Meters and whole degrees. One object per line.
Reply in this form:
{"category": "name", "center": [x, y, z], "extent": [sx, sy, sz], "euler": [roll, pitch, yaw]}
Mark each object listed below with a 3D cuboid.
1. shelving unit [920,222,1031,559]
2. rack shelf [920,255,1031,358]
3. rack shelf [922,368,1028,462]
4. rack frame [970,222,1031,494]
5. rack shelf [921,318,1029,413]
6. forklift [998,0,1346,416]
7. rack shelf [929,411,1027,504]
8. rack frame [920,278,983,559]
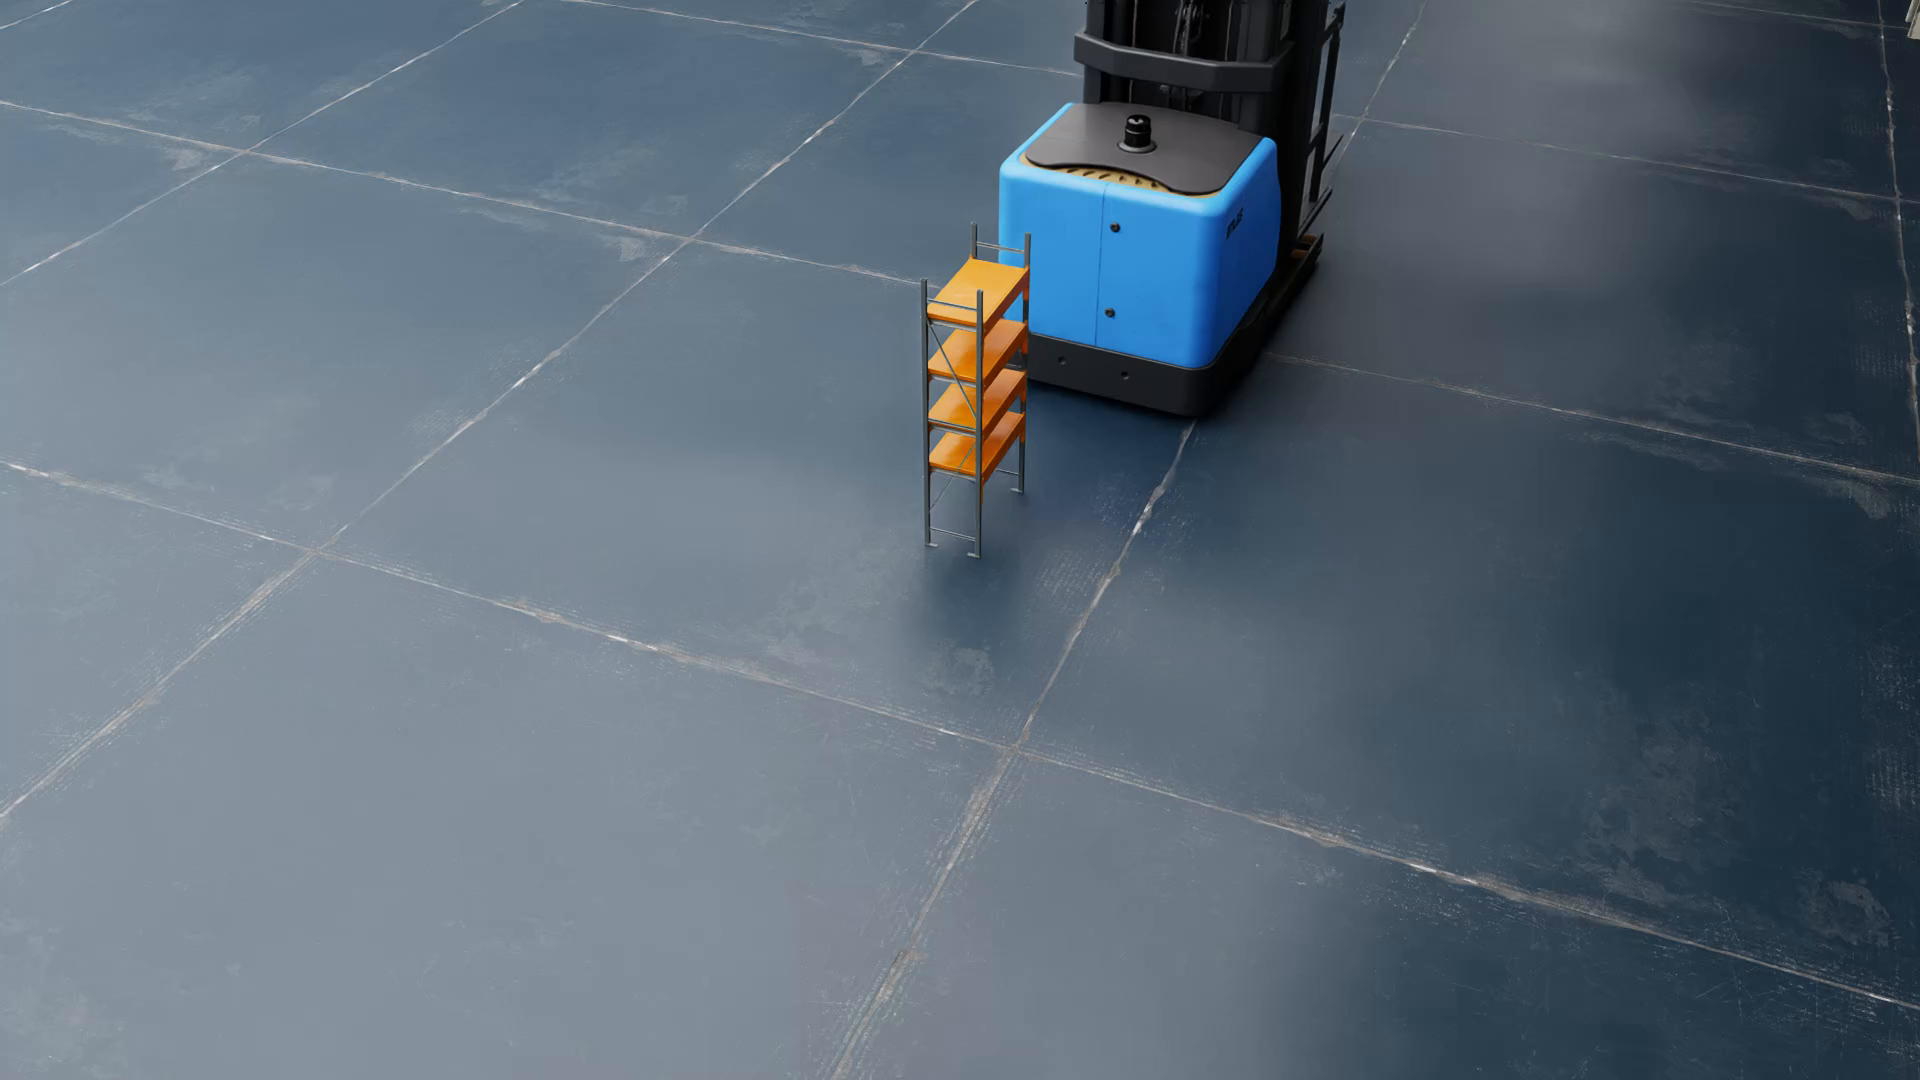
{"category": "shelving unit", "center": [0.063, -0.572, 6.513], "extent": [0.258, 1.200, 0.503], "euler": [14, 39, 18]}
{"category": "rack shelf", "center": [0.063, -0.887, 6.278], "extent": [0.258, 0.148, 0.480], "euler": [14, 39, 18]}
{"category": "rack shelf", "center": [0.063, -0.518, 6.554], "extent": [0.258, 0.148, 0.480], "euler": [14, 39, 18]}
{"category": "rack frame", "center": [0.156, -0.707, 6.694], "extent": [0.240, 1.200, 0.015], "euler": [14, 39, 18]}
{"category": "rack shelf", "center": [0.063, -0.698, 6.420], "extent": [0.258, 0.148, 0.480], "euler": [14, 39, 18]}
{"category": "forklift", "center": [1.239, -2.597, 7.777], "extent": [1.130, 2.935, 3.031], "euler": [16, 40, 20]}
{"category": "rack shelf", "center": [0.063, -0.359, 6.673], "extent": [0.258, 0.148, 0.480], "euler": [14, 39, 18]}
{"category": "rack frame", "center": [-0.030, -0.437, 6.333], "extent": [0.240, 1.200, 0.015], "euler": [14, 39, 18]}
